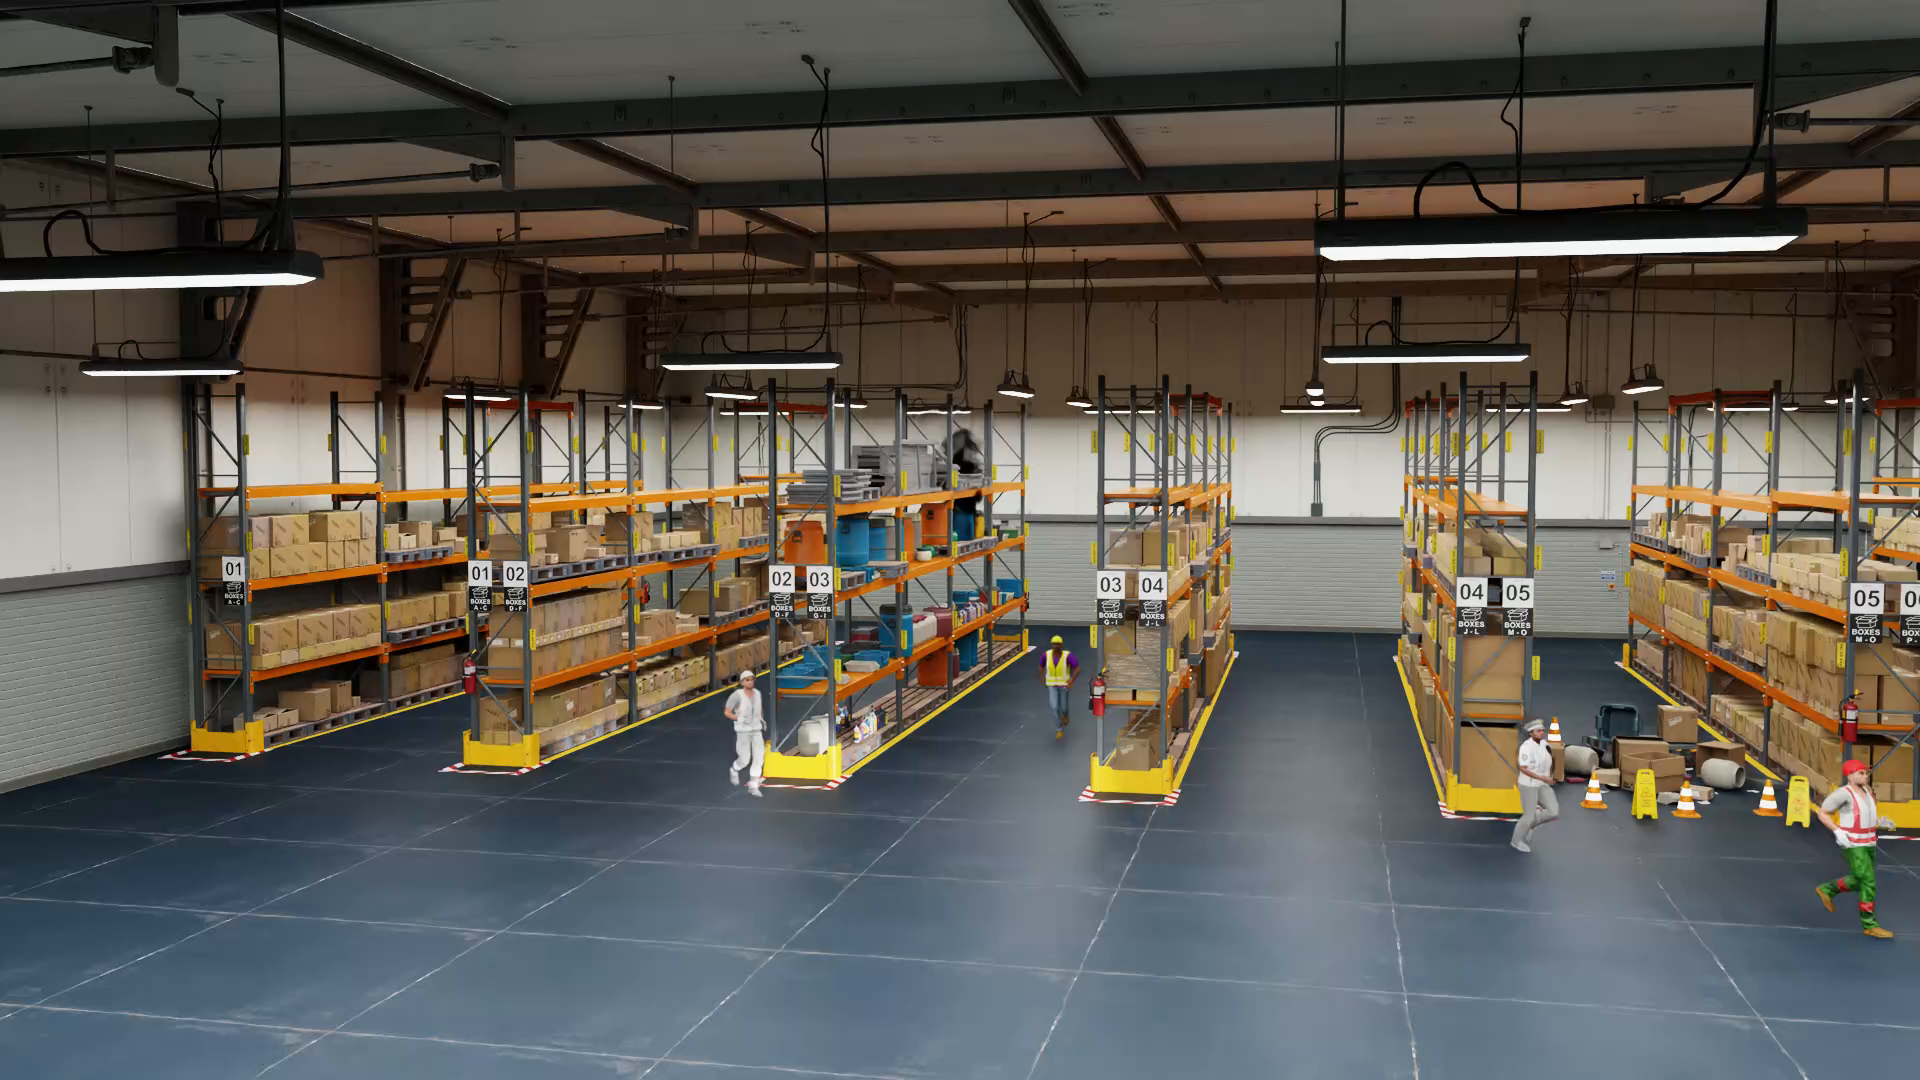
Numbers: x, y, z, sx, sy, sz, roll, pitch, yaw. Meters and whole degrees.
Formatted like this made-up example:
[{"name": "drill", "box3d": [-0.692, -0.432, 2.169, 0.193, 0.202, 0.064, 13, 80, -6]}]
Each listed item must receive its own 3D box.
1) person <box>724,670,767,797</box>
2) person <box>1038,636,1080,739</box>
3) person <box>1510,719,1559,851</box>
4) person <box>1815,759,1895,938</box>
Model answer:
[{"name": "person", "box3d": [-3.078, 2.761, 23.872, 0.653, 1.789, 0.736, -2, 4, -34]}, {"name": "person", "box3d": [1.697, 2.509, 28.654, 0.725, 1.739, 0.788, 1, 3, 13]}, {"name": "person", "box3d": [7.101, 3.007, 20.417, 0.605, 1.658, 0.680, -2, 4, -28]}, {"name": "person", "box3d": [9.202, 3.137, 17.113, 0.670, 1.765, 0.914, -2, 4, -28]}]
